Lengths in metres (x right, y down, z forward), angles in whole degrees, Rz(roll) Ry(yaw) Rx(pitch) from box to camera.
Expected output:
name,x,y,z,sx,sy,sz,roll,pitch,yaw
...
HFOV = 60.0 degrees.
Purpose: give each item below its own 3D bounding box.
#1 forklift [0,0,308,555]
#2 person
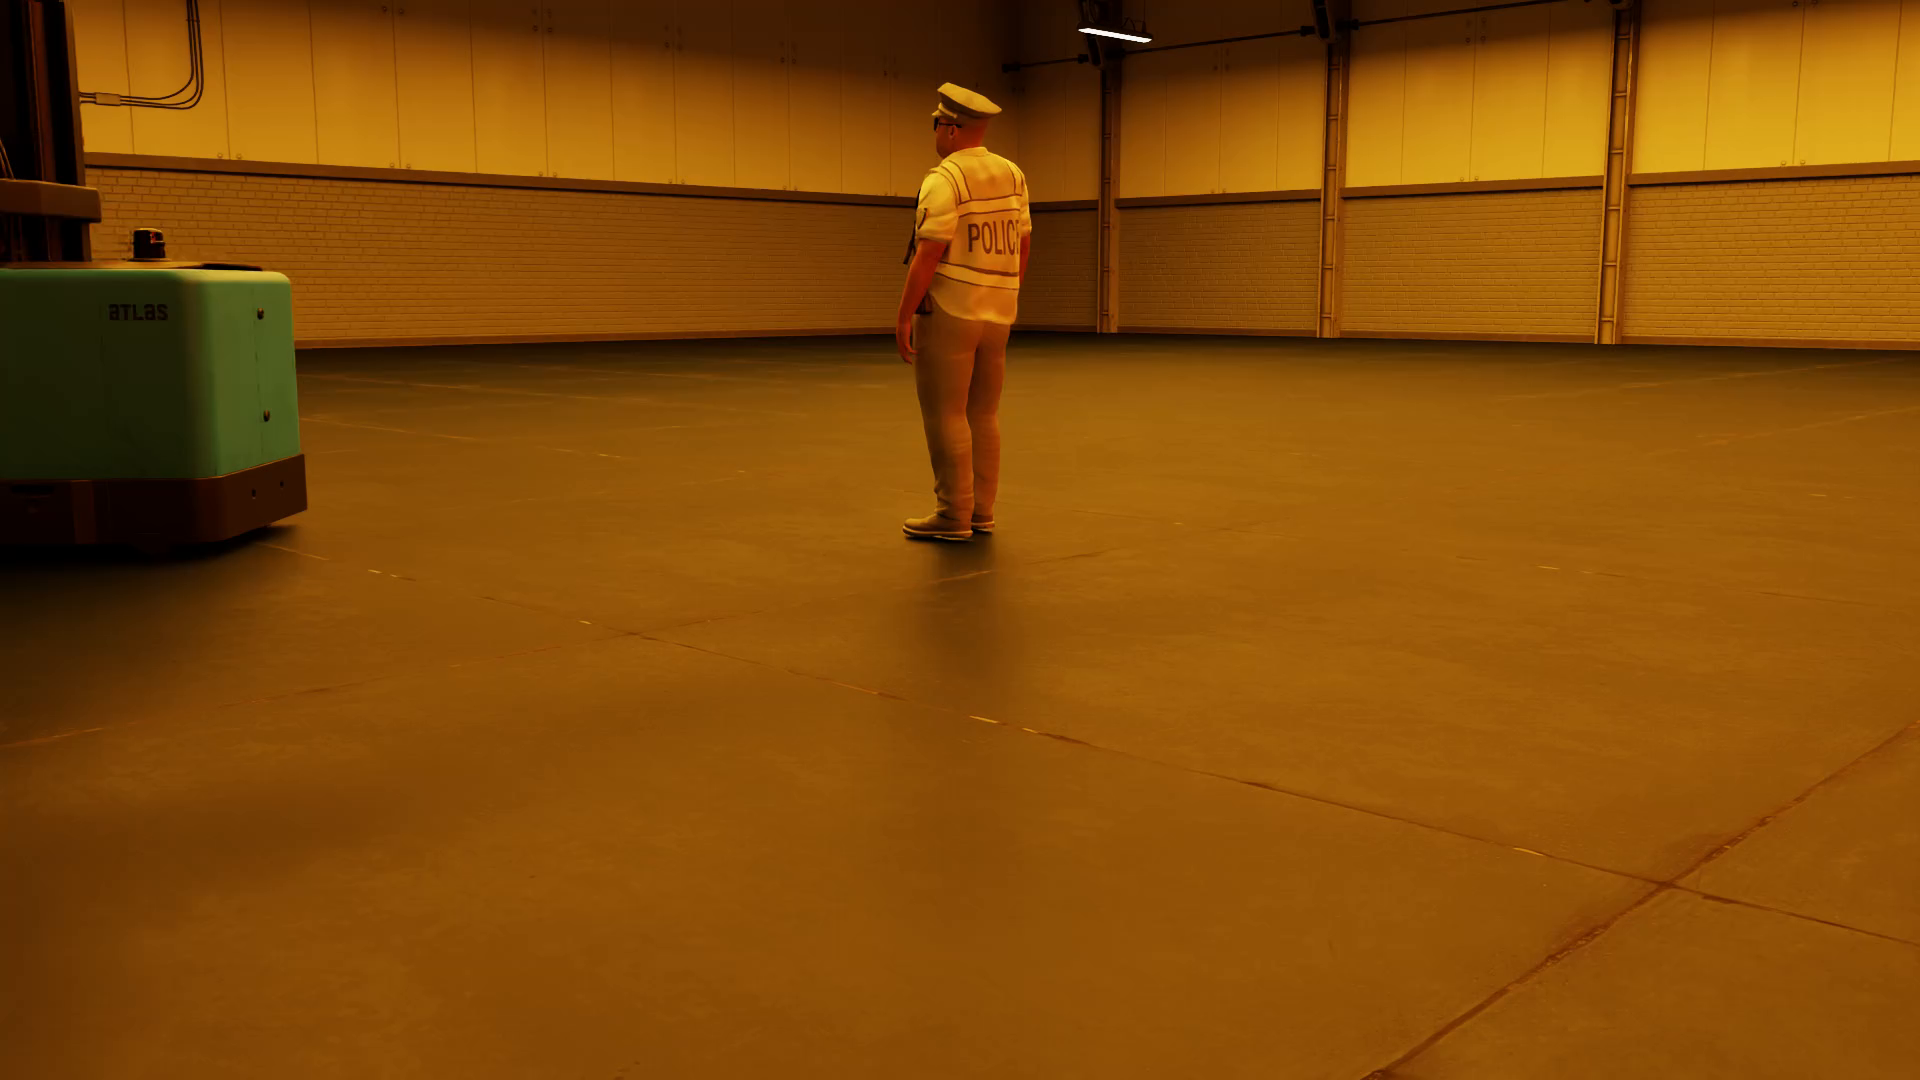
name,x,y,z,sx,sy,sz,roll,pitch,yaw
forklift,-4.282,-1.435,6.405,3.031,2.935,1.130,0,9,-2
person,-0.047,-0.898,6.645,0.575,1.781,0.640,8,12,43
